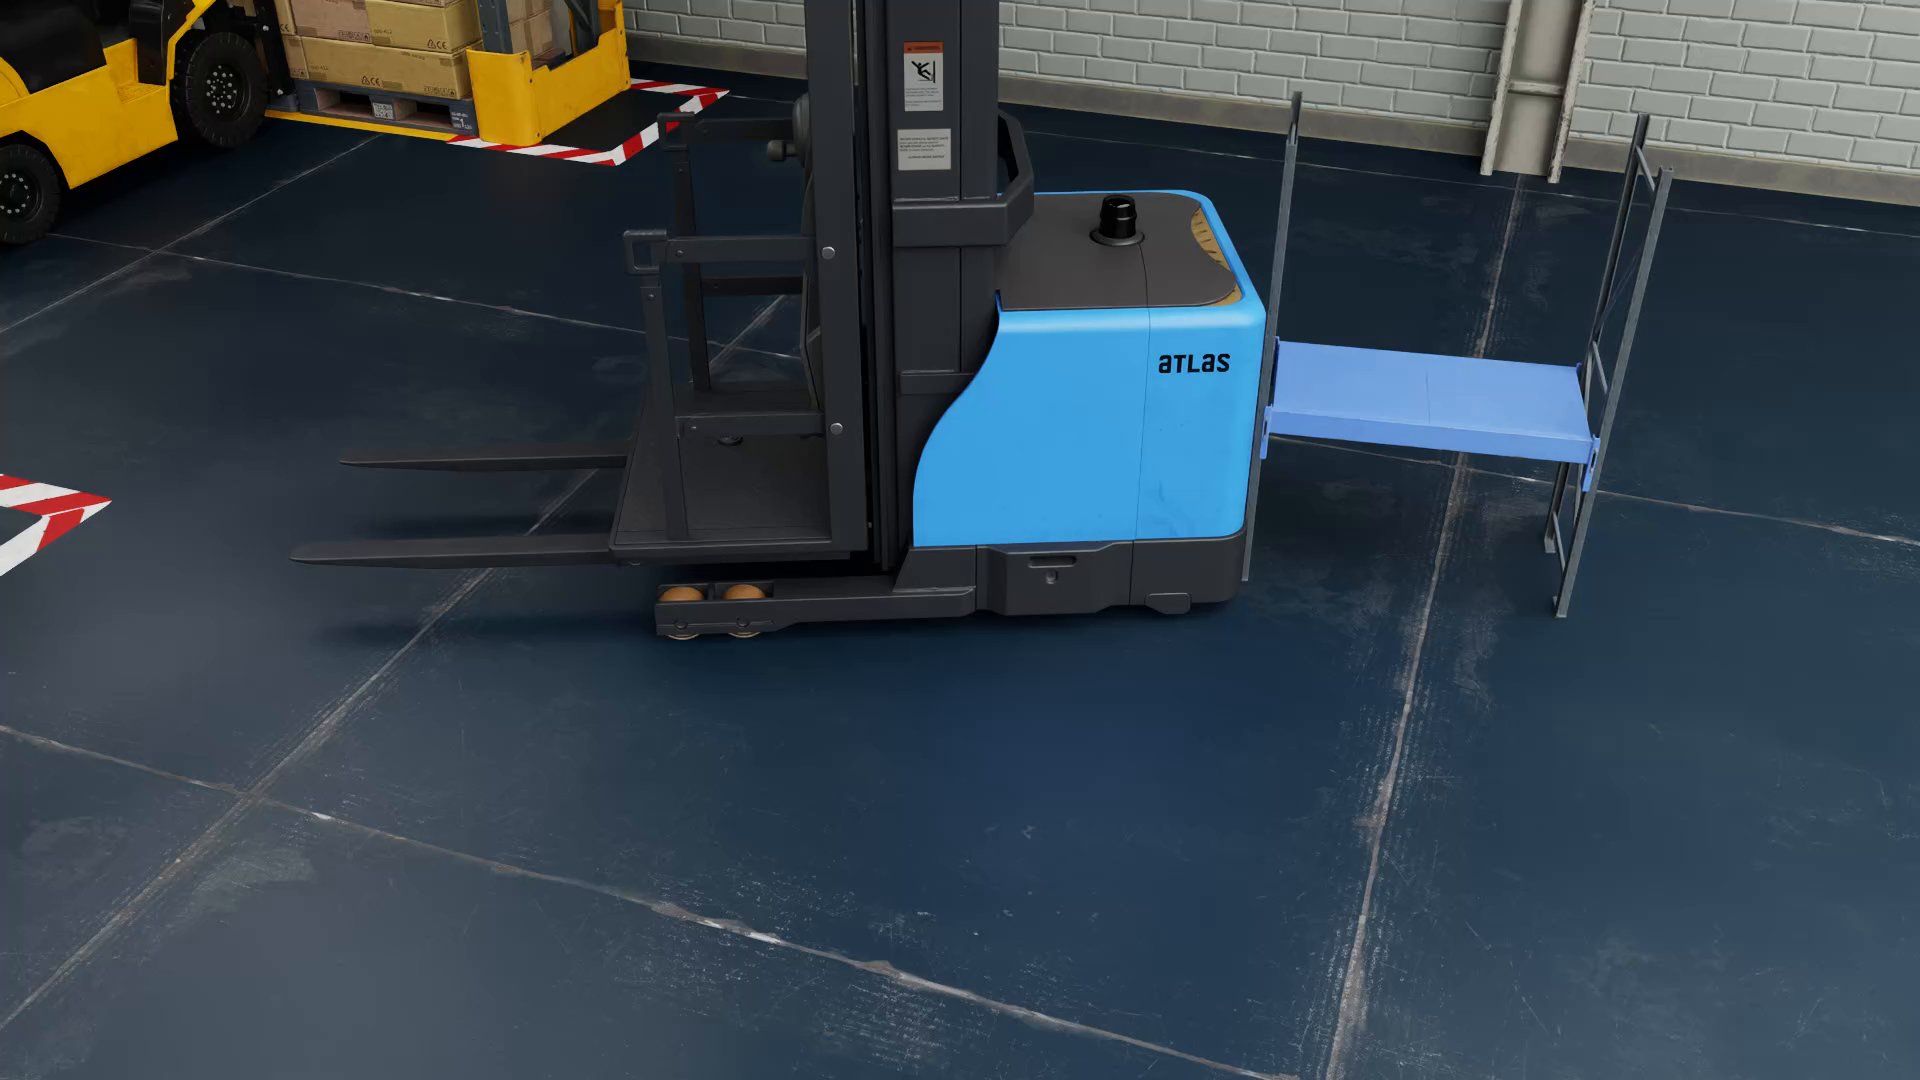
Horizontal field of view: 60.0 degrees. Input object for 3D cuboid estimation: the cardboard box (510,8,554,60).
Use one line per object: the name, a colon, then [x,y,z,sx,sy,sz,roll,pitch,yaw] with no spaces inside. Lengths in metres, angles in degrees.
cardboard box: [-2.729,-2.943,9.690,0.500,0.250,0.500,11,34,17]

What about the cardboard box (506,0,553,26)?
cardboard box: [-2.705,-3.155,9.558,0.500,0.250,0.500,12,35,17]

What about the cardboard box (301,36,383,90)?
cardboard box: [-3.347,-2.774,9.428,0.500,0.250,0.500,11,34,16]

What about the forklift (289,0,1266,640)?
forklift: [-0.626,-1.212,4.925,3.031,2.935,1.130,-2,33,-3]

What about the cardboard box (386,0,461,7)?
cardboard box: [-2.871,-3.098,9.009,0.500,0.250,0.500,12,35,18]

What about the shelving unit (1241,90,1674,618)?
shelving unit: [1.490,-0.568,5.247,1.048,1.500,0.538,6,33,10]

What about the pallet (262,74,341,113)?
pallet: [-4.211,-2.903,10.052,1.213,0.211,1.003,11,34,16]

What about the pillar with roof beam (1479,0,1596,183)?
pillar with roof beam: [1.512,-3.544,2.942,0.400,9.000,9.100,11,34,16]

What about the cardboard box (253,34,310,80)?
cardboard box: [-3.815,-2.870,9.577,0.500,0.250,0.500,11,35,17]

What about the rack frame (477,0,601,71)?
rack frame: [-2.333,-3.732,8.765,0.127,3.000,1.000,11,34,16]

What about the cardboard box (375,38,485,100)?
cardboard box: [-2.882,-2.678,9.280,0.500,0.250,0.500,11,35,17]

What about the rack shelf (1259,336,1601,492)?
rack shelf: [1.490,-0.417,5.344,1.000,0.185,0.538,6,33,10]

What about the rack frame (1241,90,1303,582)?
rack frame: [0.992,-0.624,5.334,0.032,1.500,0.500,6,33,10]

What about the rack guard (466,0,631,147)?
rack guard: [-2.310,-2.677,9.436,0.348,0.500,1.175,11,34,16]

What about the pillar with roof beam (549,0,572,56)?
pillar with roof beam: [-4.137,-4.642,4.643,0.400,9.000,9.100,11,34,16]

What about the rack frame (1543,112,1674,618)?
rack frame: [1.988,-0.512,5.160,0.032,1.500,0.500,6,33,10]

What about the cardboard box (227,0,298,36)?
cardboard box: [-3.858,-3.074,9.432,0.500,0.250,0.500,10,34,15]

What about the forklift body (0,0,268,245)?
forklift body: [-4.733,-2.791,8.089,1.214,2.155,2.313,11,34,16]

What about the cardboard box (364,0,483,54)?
cardboard box: [-2.896,-2.893,9.152,0.500,0.250,0.500,11,34,16]

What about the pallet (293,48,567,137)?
pallet: [-3.067,-2.679,9.705,1.213,0.211,1.003,11,34,16]

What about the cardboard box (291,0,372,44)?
cardboard box: [-3.365,-2.990,9.302,0.500,0.250,0.500,11,34,16]
